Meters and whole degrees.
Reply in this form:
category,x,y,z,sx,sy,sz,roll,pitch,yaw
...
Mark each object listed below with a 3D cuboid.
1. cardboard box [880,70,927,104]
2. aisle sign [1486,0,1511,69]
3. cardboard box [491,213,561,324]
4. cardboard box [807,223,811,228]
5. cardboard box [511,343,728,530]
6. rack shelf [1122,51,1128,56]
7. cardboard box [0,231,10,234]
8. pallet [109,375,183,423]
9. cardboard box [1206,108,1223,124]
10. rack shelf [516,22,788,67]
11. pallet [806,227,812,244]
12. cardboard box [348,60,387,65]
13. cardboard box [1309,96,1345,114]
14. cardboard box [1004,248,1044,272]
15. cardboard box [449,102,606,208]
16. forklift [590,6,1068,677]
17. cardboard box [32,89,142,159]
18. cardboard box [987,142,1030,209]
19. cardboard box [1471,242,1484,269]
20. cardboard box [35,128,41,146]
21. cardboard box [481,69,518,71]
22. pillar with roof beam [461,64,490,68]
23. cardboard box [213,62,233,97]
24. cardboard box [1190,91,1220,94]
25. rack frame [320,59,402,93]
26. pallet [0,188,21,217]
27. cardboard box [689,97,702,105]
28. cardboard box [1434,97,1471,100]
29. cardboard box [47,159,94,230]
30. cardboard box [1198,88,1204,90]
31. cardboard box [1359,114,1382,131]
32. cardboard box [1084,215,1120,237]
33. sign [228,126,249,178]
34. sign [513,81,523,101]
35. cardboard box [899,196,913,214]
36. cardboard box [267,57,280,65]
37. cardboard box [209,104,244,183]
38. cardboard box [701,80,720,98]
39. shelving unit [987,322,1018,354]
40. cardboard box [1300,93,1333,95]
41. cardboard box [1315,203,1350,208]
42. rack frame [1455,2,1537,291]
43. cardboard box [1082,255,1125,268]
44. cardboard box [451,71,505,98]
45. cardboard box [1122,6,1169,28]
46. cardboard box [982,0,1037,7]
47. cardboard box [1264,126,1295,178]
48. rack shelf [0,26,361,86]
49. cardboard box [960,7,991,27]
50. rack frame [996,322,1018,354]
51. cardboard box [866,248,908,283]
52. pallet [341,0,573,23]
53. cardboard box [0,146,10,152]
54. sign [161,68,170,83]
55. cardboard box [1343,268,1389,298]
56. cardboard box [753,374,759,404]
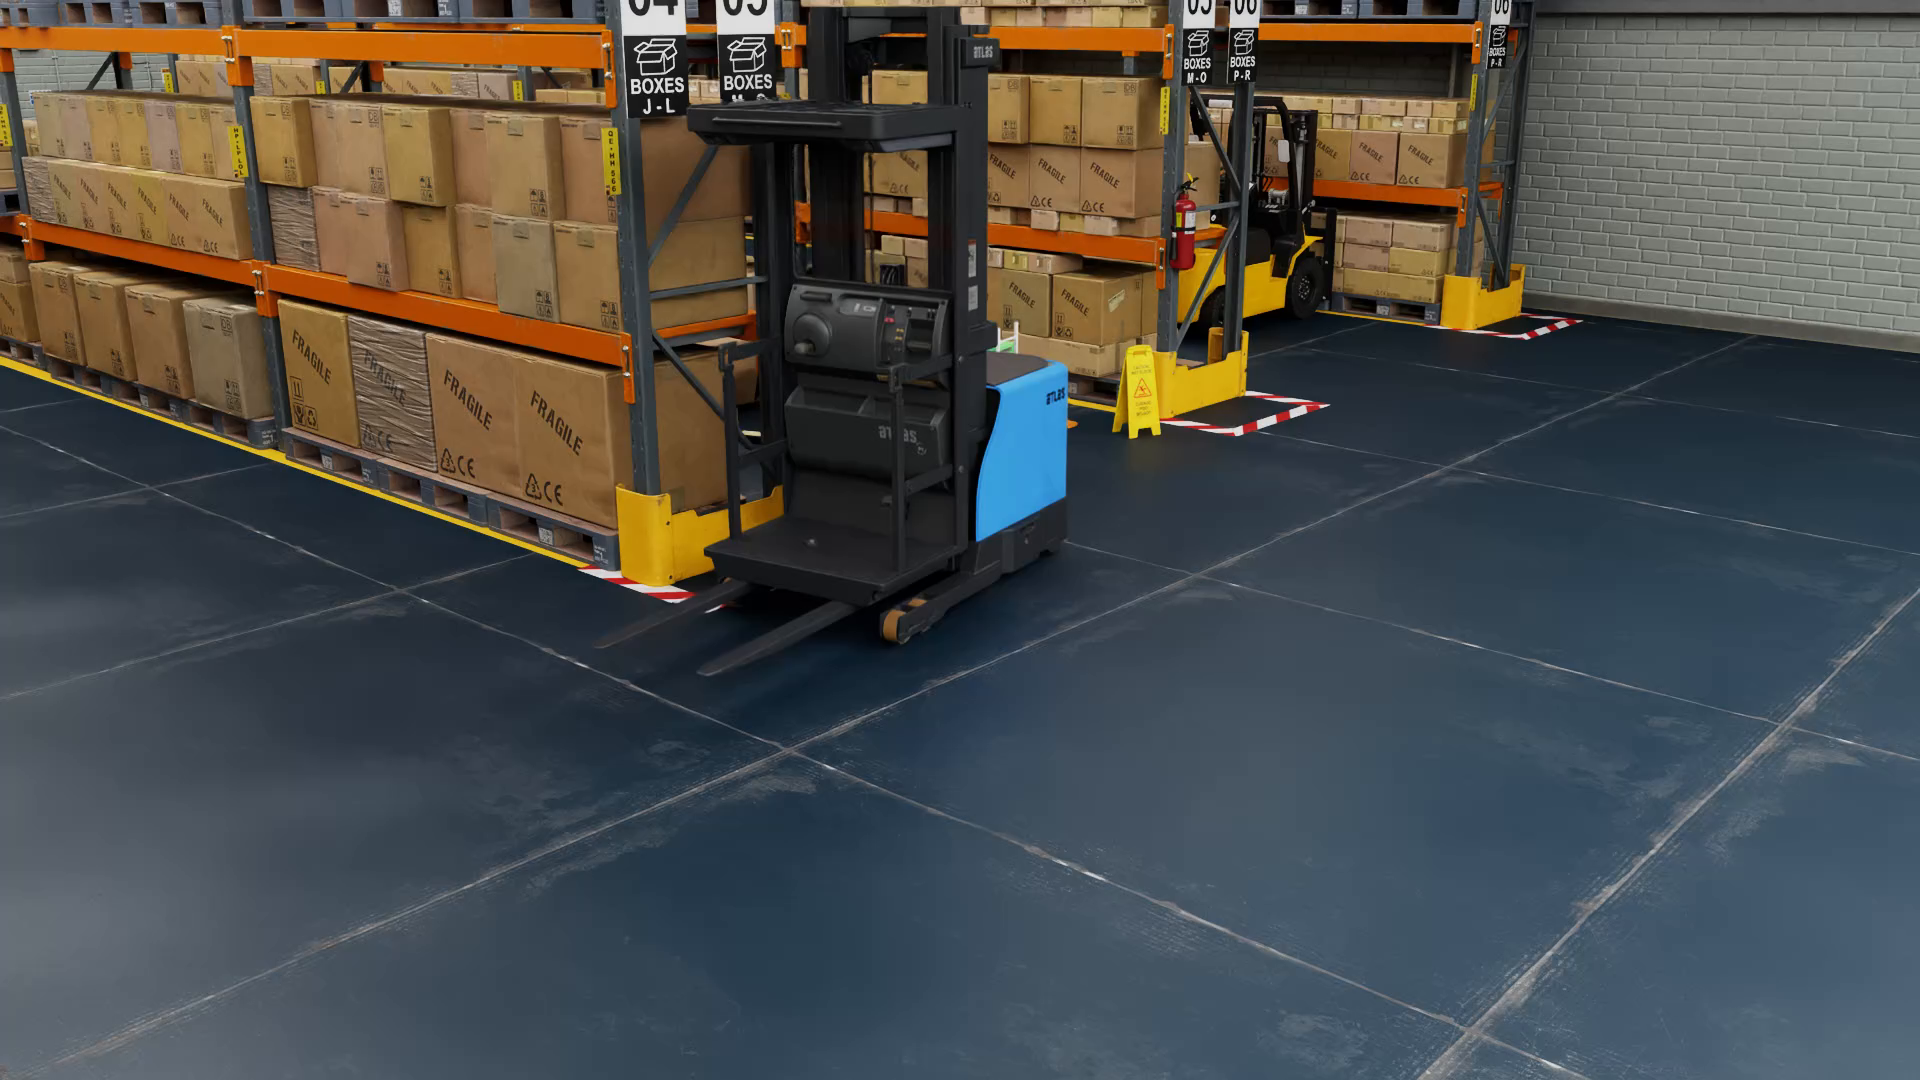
category,x,y,z,sx,sy,sz,roll,pitch,yaw
cardboard box,-0.236,-3.600,13.688,0.500,0.500,0.700,14,23,38
aisle sign,4.991,-4.766,15.374,0.004,0.787,0.394,15,23,39
cardboard box,-2.098,-1.584,9.396,0.550,0.550,0.875,15,23,39
cardboard box,-1.673,-4.361,21.832,0.500,0.500,0.500,15,23,38
cardboard box,-1.916,-0.652,9.524,0.875,0.875,0.875,15,23,40
rack shelf,0.650,-5.898,19.469,4.000,0.370,1.077,15,23,39
cardboard box,-8.835,-2.817,15.727,0.500,0.250,0.500,14,22,37
pallet,-5.900,-1.200,13.043,1.213,0.211,1.003,15,23,39
cardboard box,2.753,-4.479,17.530,0.250,0.149,0.380,16,23,40
rack shelf,-2.642,-4.775,15.928,4.000,0.370,1.077,15,23,39
pallet,-1.380,-4.042,22.001,1.213,0.211,1.003,15,23,39
cardboard box,-7.194,-5.848,20.189,0.250,0.149,0.380,15,23,38
cardboard box,3.708,-4.363,16.672,0.250,0.149,0.380,16,23,40
cardboard box,0.568,-2.251,13.285,0.250,0.149,0.380,16,23,40
cardboard box,-2.418,-2.245,9.694,0.550,0.550,0.875,15,23,39
forklift,-0.579,-1.052,8.082,1.130,2.935,3.031,10,20,29
cardboard box,-7.019,-3.381,13.488,0.500,0.500,0.700,15,23,39
cardboard box,0.513,-2.922,13.203,0.500,0.500,0.500,15,23,39
cardboard box,4.923,-2.876,16.740,0.500,0.250,0.500,16,23,40
cardboard box,-7.768,-3.503,14.429,0.250,0.149,0.380,14,23,38
cardboard box,-5.099,-4.973,18.504,0.500,0.500,0.500,16,24,41
pillar with roof beam,-11.106,-9.450,24.513,0.400,9.000,9.100,15,23,39
cardboard box,-9.171,-5.855,21.285,0.500,0.500,0.500,15,23,39
cardboard box,2.639,-4.696,17.721,0.250,0.149,0.380,14,23,38
rack frame,-7.130,-4.893,20.069,0.127,3.000,1.000,15,23,39
pallet,-7.952,-2.977,14.350,1.003,0.211,1.213,15,23,39
cardboard box,-2.398,-3.921,15.656,0.500,0.500,0.500,16,24,41
cardboard box,4.870,-4.289,16.437,0.250,0.149,0.380,16,24,41
cardboard box,-6.810,-2.744,13.134,0.500,0.500,0.500,15,23,39
cardboard box,2.585,-4.913,18.404,0.250,0.149,0.380,15,23,39
cardboard box,4.150,-4.133,16.438,0.250,0.149,0.380,15,23,39
cardboard box,1.160,-2.416,12.680,0.250,0.149,0.380,15,23,39
sign,-4.709,-2.535,10.859,0.005,0.325,0.100,15,23,39
sign,-4.504,-4.515,16.965,0.005,0.325,0.100,15,23,39
cardboard box,-0.300,-2.841,14.021,0.250,0.149,0.380,15,23,39
cardboard box,-8.289,-5.934,20.462,0.250,0.149,0.380,15,23,39
cardboard box,-4.732,-2.769,11.558,0.500,0.500,0.700,15,23,38
cardboard box,-2.166,-4.162,15.344,0.250,0.149,0.380,14,22,38
shelving unit,0.059,-0.695,9.818,0.503,1.200,0.258,10,20,28
cardboard box,3.690,-4.591,17.388,0.250,0.149,0.380,16,24,41
cardboard box,3.782,-3.419,17.625,0.500,0.250,0.500,14,23,38
rack frame,5.137,-3.607,16.018,0.127,3.000,1.000,15,23,39
cardboard box,1.013,-2.063,13.766,0.500,0.500,0.500,14,22,37
cardboard box,-5.088,-4.759,17.831,0.500,0.500,0.500,16,23,40
cardboard box,1.393,-3.801,12.088,0.250,0.149,0.380,15,23,39
cardboard box,0.517,-4.229,12.777,0.500,0.250,0.500,16,24,41
cardboard box,3.446,-4.001,17.096,0.500,0.500,0.500,15,23,40
rack shelf,-5.852,-3.634,12.335,4.000,0.370,1.077,15,23,39
cardboard box,0.214,-4.100,13.028,0.250,0.149,0.380,15,23,39
rack frame,0.272,-0.659,9.704,0.015,1.200,0.240,10,20,28
cardboard box,-0.476,-2.249,14.351,0.500,0.500,0.500,16,24,41
pallet,-2.843,-3.122,9.678,1.213,0.211,1.003,15,23,39
cardboard box,-8.019,-3.308,13.813,0.250,0.149,0.380,14,22,37
sign,-13.043,-7.691,27.522,0.001,0.242,0.339,15,23,39
cardboard box,4.210,-2.621,16.764,0.500,0.250,0.500,15,23,39
cardboard box,-1.149,-1.073,12.161,0.637,0.503,0.797,0,18,2
